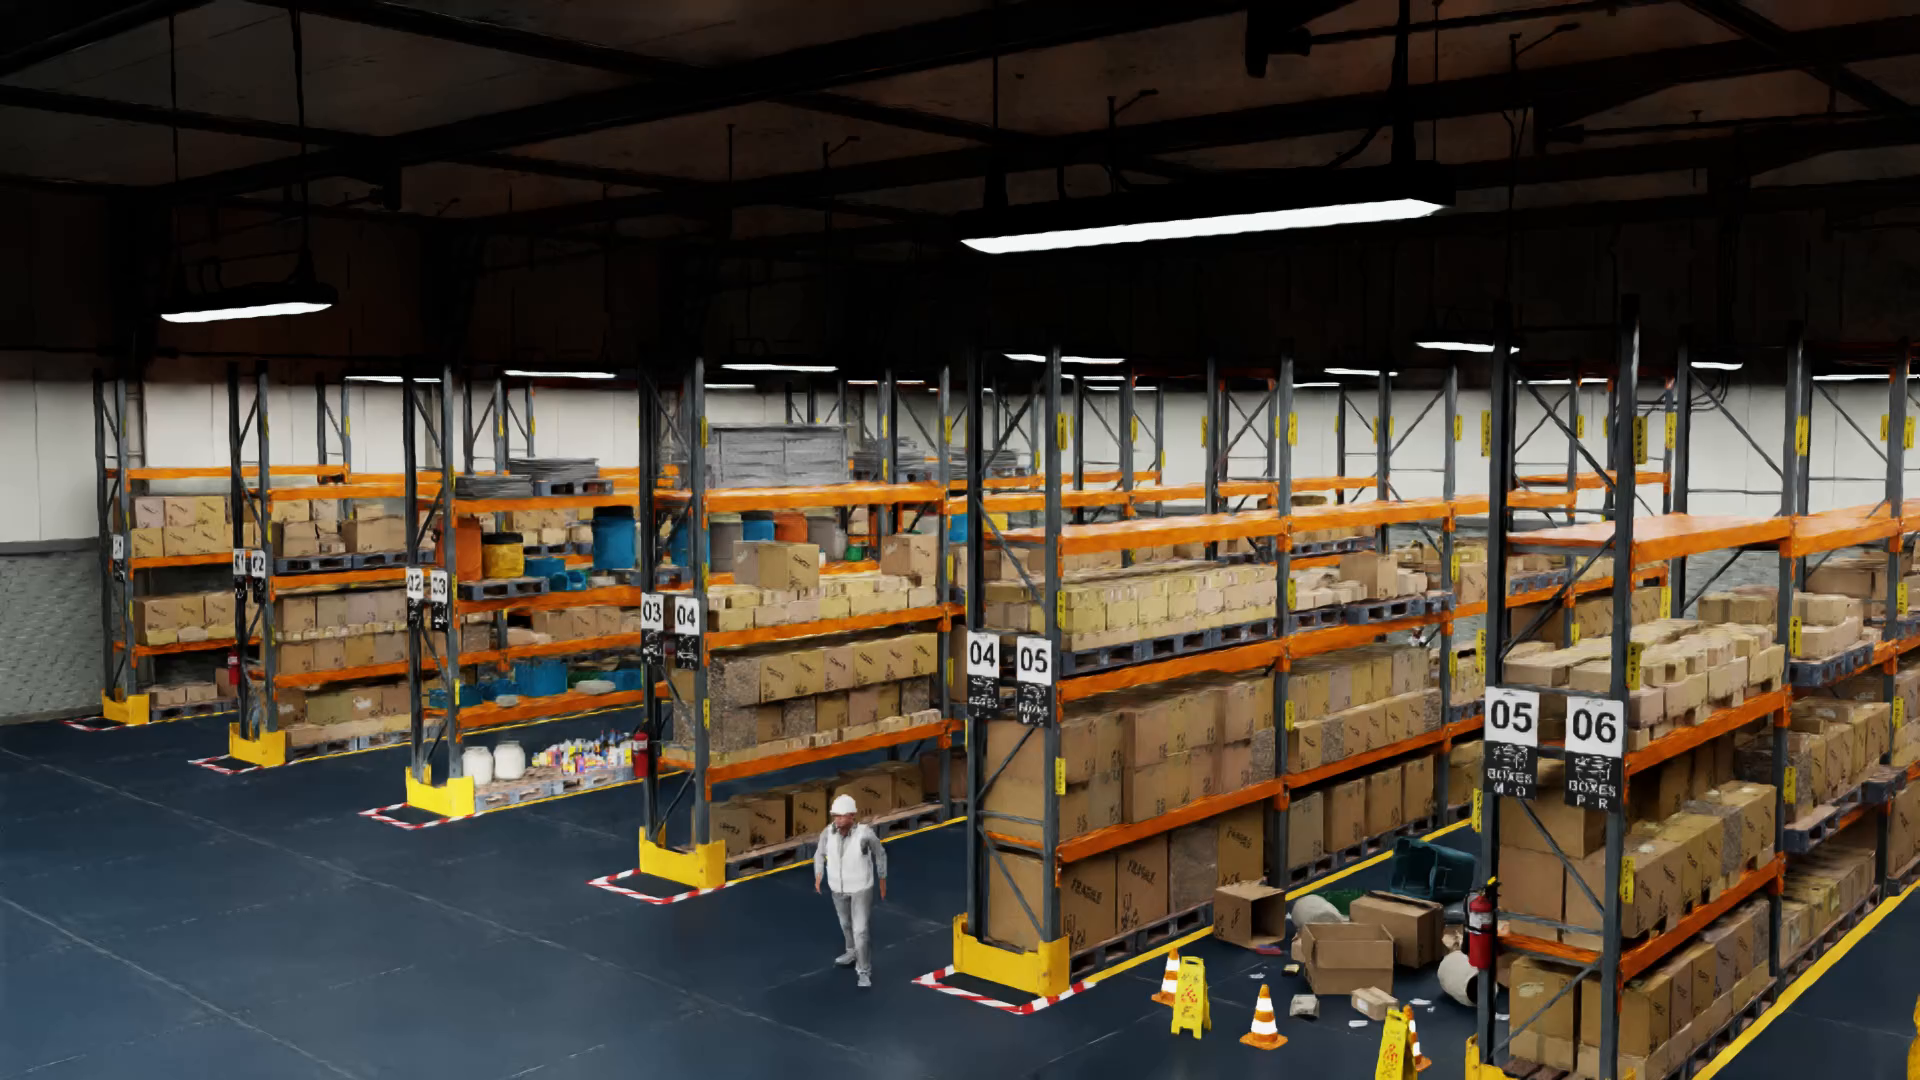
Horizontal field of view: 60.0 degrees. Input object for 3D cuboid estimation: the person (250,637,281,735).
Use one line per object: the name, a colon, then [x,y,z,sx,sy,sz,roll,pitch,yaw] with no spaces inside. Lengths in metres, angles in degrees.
person: [-11.128,2.333,26.888,0.575,1.689,1.128,3,5,39]

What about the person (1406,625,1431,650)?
person: [8.011,2.220,29.080,0.456,1.579,1.088,4,6,43]

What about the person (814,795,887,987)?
person: [-0.988,3.175,15.357,0.682,1.713,0.844,2,5,24]
